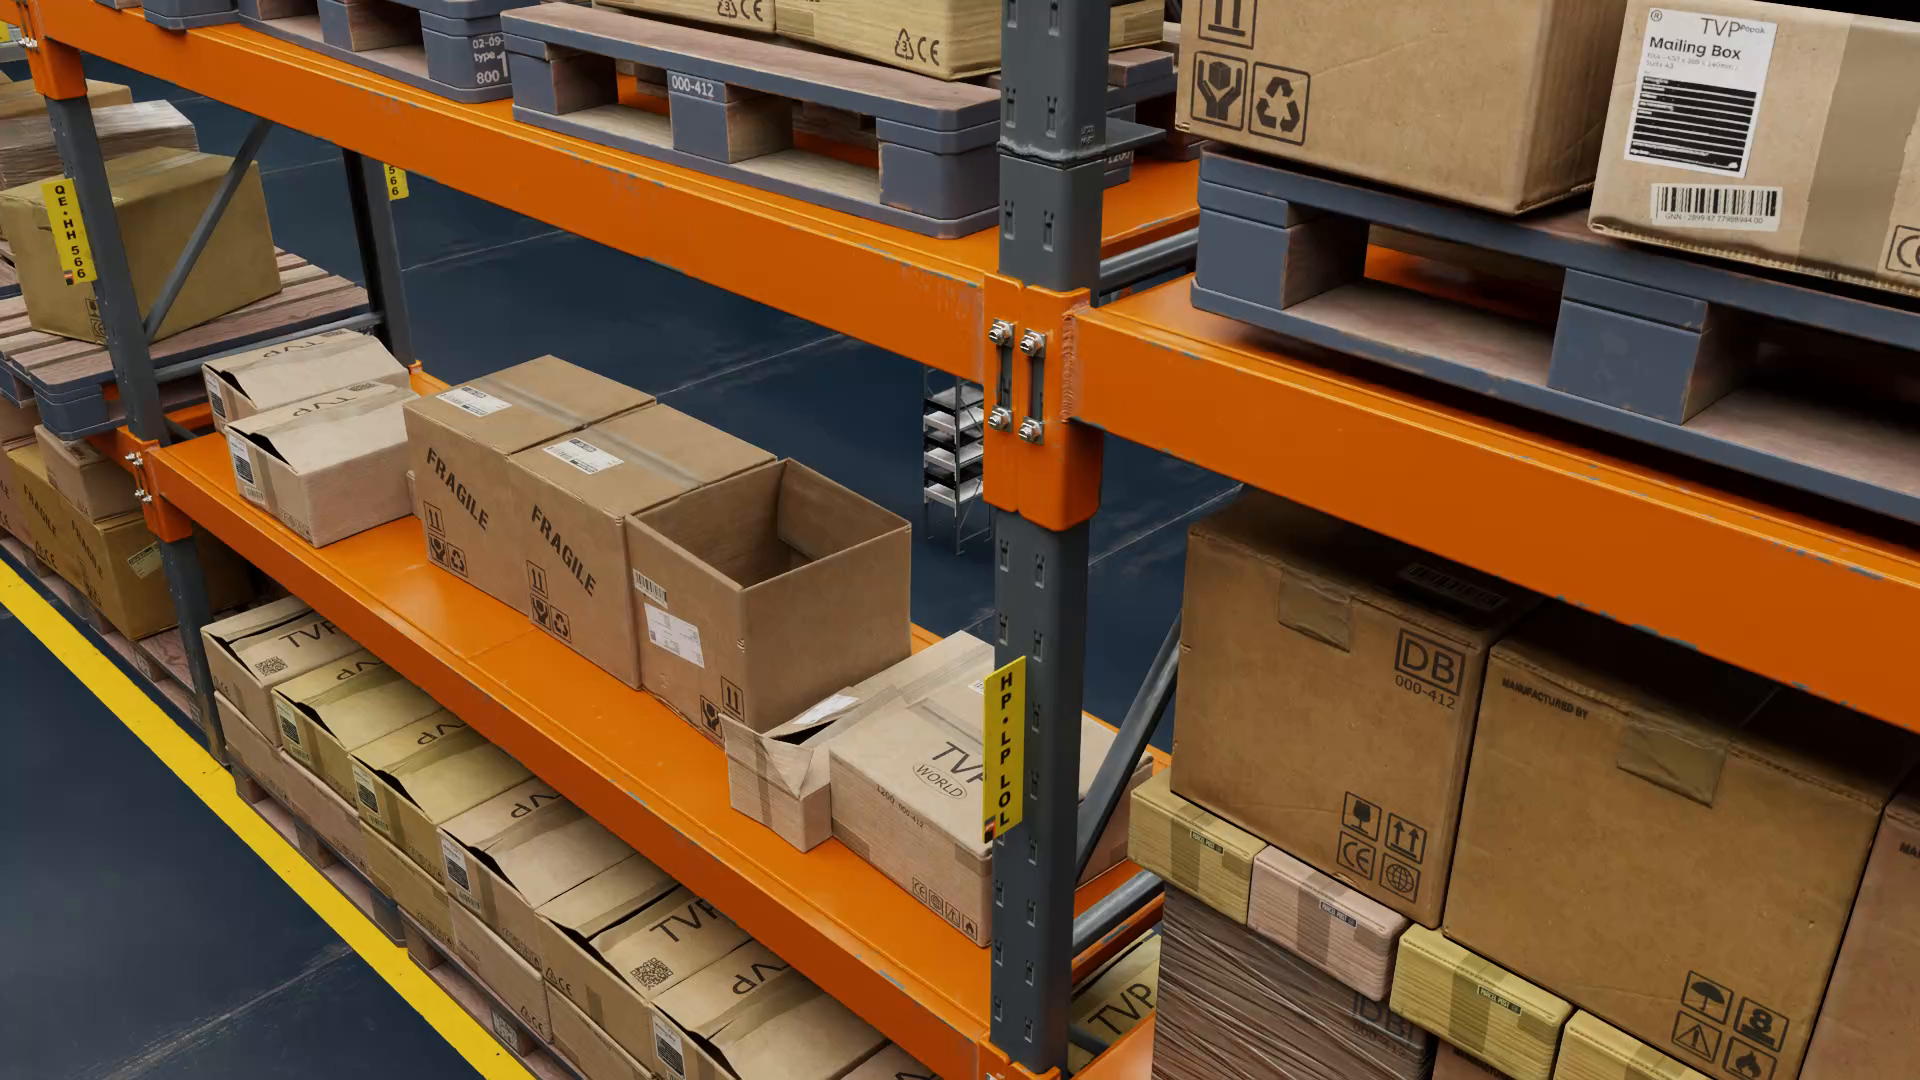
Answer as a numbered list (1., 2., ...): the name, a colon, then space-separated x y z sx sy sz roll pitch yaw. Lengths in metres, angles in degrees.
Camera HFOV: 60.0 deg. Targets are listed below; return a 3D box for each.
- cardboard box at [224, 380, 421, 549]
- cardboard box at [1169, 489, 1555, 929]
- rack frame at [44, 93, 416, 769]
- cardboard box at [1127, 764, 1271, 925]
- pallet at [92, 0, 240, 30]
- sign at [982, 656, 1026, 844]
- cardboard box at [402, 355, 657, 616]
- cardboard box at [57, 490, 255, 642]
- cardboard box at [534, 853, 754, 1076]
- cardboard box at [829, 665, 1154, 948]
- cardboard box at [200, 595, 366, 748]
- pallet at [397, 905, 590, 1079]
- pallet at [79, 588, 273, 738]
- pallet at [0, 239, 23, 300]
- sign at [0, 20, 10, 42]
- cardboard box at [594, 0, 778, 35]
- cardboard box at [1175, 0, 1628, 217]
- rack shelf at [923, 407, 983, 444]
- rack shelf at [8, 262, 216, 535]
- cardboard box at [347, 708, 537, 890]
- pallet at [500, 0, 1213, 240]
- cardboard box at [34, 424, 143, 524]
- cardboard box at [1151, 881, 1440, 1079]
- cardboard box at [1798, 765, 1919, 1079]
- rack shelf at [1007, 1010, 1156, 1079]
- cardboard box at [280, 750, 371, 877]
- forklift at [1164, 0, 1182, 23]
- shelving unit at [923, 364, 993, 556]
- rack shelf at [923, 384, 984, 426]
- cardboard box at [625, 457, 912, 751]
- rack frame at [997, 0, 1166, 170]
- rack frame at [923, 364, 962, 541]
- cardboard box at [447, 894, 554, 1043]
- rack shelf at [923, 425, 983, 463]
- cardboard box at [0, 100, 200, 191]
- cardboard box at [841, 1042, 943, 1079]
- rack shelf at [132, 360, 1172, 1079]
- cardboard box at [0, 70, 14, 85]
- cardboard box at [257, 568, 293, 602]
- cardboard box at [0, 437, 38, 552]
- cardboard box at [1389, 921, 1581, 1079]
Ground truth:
1. cardboard box: -1.903 -0.271 5.138 0.500 0.311 0.500 24 36 38
2. cardboard box: 0.768 0.163 2.716 0.500 0.500 0.700 25 37 39
3. rack frame: -2.405 -0.667 5.795 0.127 3.000 1.000 25 36 38
4. cardboard box: 0.503 0.459 2.849 0.250 0.149 0.380 25 36 38
5. pallet: -1.859 -1.719 4.776 1.213 0.211 1.003 -23 36 -37
6. sign: 0.074 0.344 2.713 0.005 0.325 0.100 25 36 38
7. cardboard box: -1.197 -0.169 4.741 0.500 0.500 0.500 22 35 36
8. cardboard box: -3.237 0.018 6.706 0.500 0.500 0.500 -24 36 -37
9. cardboard box: -0.772 1.053 4.425 0.500 0.311 0.500 24 36 38
10. cardboard box: 0.065 0.559 3.625 0.500 0.250 0.500 -23 35 -36
11. cardboard box: -2.238 0.385 5.696 0.500 0.311 0.500 -24 36 -38
12. pallet: -0.980 1.247 5.151 1.213 0.211 1.003 25 36 38
13. pallet: -2.911 0.311 6.931 1.213 0.211 1.003 25 36 38
14. pallet: -3.795 -1.215 7.043 1.213 0.211 1.003 25 36 38
15. sign: -4.871 -2.670 8.360 0.005 0.325 0.100 25 36 38
16. cardboard box: -0.379 -1.191 3.279 0.500 0.250 0.500 21 34 34
17. cardboard box: 0.621 -0.729 1.982 0.500 0.500 0.500 -22 35 -35
18. rack shelf: -0.006 -0.531 7.477 0.200 0.077 0.258 25 36 38
19. rack shelf: -3.831 -1.001 7.203 4.000 0.370 1.077 25 36 38
20. cardboard box: -1.495 0.720 5.058 0.500 0.311 0.500 23 36 37
21. pallet: -0.191 -0.888 3.198 1.217 0.209 0.805 23 35 36
22. cardboard box: -3.280 -0.331 6.564 0.500 0.250 0.500 -24 36 -37
23. cardboard box: 0.768 0.737 3.018 0.500 0.500 0.700 23 36 37
24. cardboard box: 1.486 0.491 2.092 0.500 0.500 0.700 25 36 38
25. rack shelf: 1.873 1.610 2.239 4.000 0.370 1.077 25 36 38
26. cardboard box: -1.879 0.797 5.515 0.500 0.250 0.500 23 36 37
27. forklift: 1.928 -3.413 11.092 3.031 2.935 1.130 24 36 38
28. shelving unit: -0.006 -0.401 7.546 0.210 0.900 0.258 25 36 38
29. rack shelf: -0.006 -0.610 7.435 0.200 0.077 0.258 25 36 38
30. cardboard box: -0.465 0.166 4.103 0.500 0.500 0.500 -22 35 -36
31. rack frame: 0.447 -2.017 1.916 0.127 3.000 1.000 25 36 38
32. rack frame: -0.078 -0.434 7.609 0.006 0.900 0.240 25 36 38
33. cardboard box: -1.138 1.132 4.878 0.500 0.250 0.500 -24 36 -38
34. rack shelf: -0.006 -0.451 7.519 0.200 0.077 0.258 25 36 38
35. cardboard box: -3.452 -1.427 6.681 0.700 0.500 0.500 -18 33 -30
36. cardboard box: -0.043 1.384 3.795 0.500 0.311 0.500 25 36 38
37. rack shelf: -0.979 0.304 4.721 4.000 0.370 1.077 25 36 38
38. cardboard box: -4.542 -1.770 7.334 0.700 0.500 0.500 -19 33 -32
39. cardboard box: -2.529 0.002 6.737 0.500 0.500 0.500 -23 36 -37
40. cardboard box: -3.984 -0.320 7.349 0.500 0.500 0.500 23 35 37
41. cardboard box: 0.867 0.625 2.535 0.250 0.149 0.380 23 36 37
